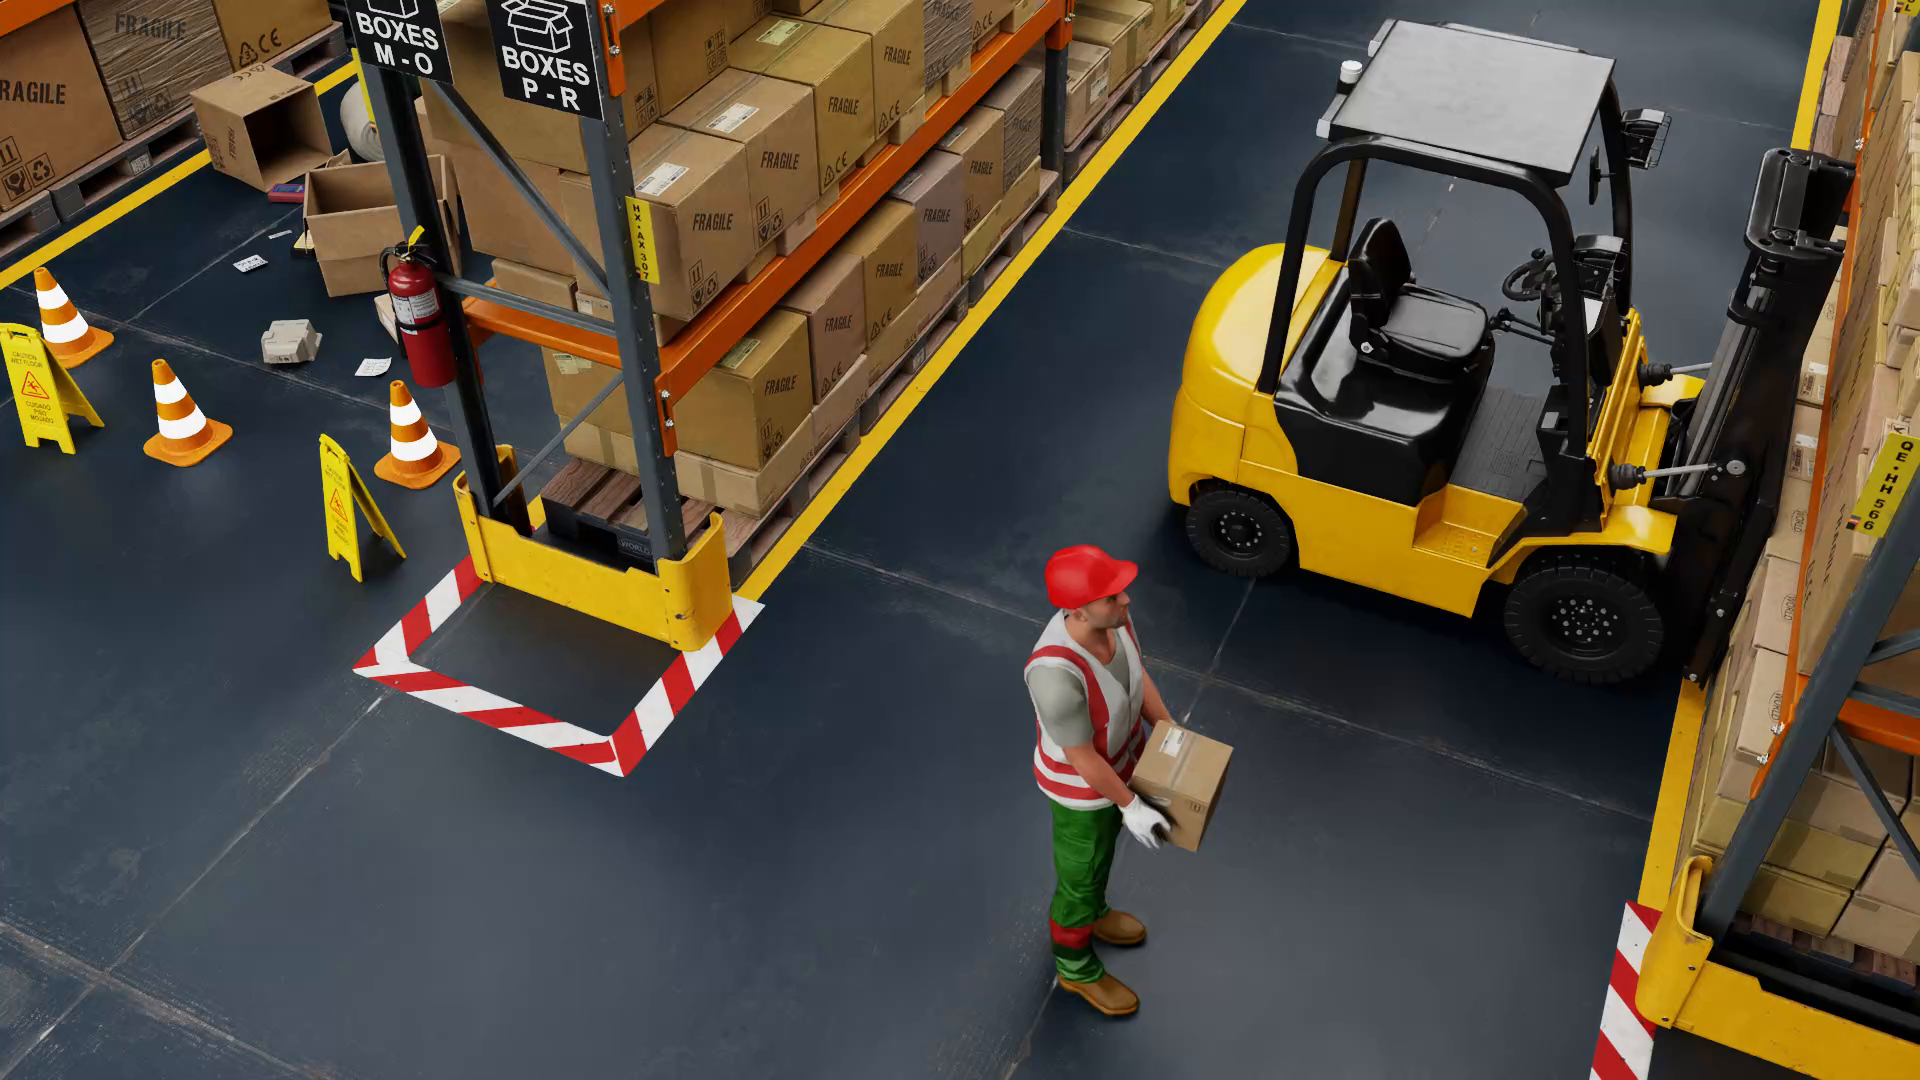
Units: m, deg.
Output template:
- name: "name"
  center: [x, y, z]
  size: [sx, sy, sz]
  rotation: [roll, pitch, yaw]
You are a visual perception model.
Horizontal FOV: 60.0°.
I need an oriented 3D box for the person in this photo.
- name: "person"
  center: [0.481, 0.753, 5.290]
  size: [0.526, 1.793, 0.533]
  rotation: [17, 44, 19]
